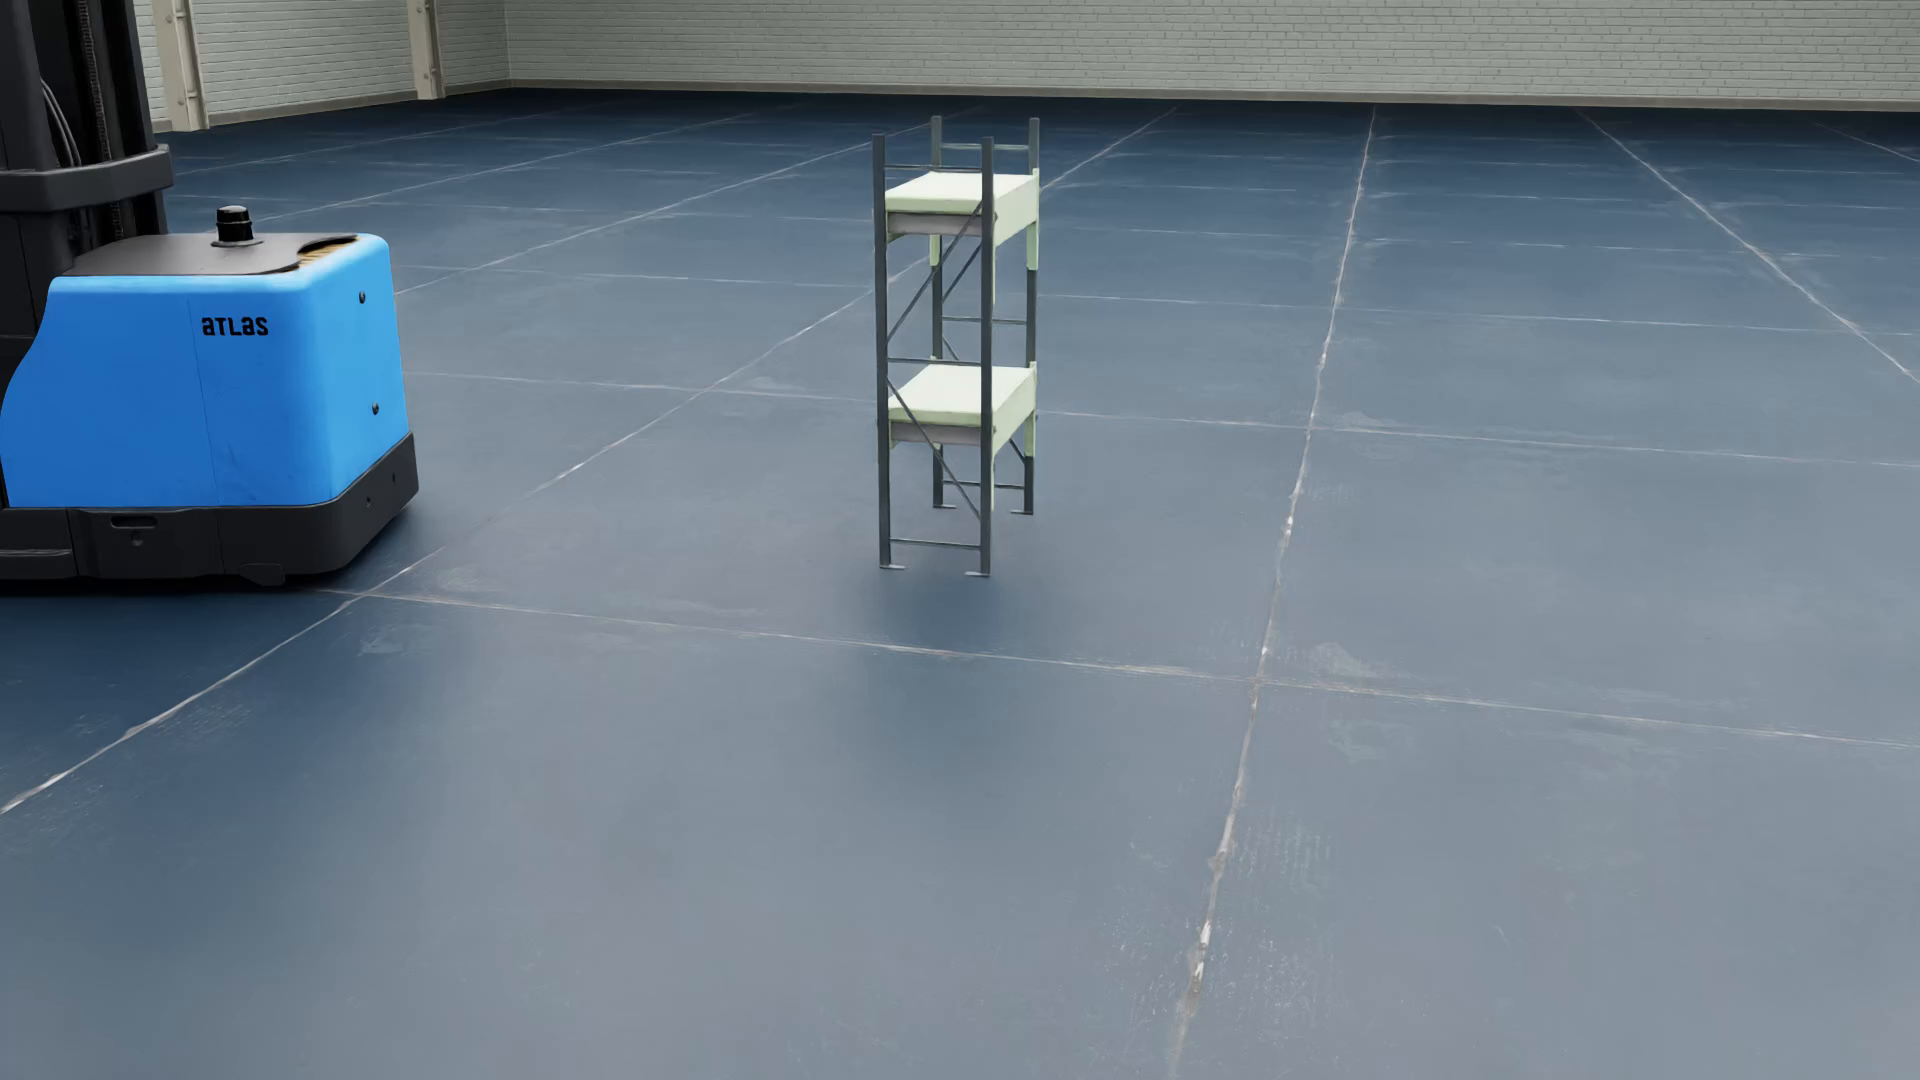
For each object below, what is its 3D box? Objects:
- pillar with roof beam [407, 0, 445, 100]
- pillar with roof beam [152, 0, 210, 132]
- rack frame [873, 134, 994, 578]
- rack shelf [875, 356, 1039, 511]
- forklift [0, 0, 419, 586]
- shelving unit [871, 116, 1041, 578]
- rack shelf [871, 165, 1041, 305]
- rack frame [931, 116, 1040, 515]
[{"bbox_3d":[-4.658,-11.287,25.312,9.100,9.000,0.400,5,19,13],"label":"pillar with roof beam"},{"bbox_3d":[-6.124,-9.407,19.806,9.100,9.000,0.400,5,19,13],"label":"pillar with roof beam"},{"bbox_3d":[-0.088,-0.597,5.615,0.400,1.500,0.023,5,19,13],"label":"rack frame"},{"bbox_3d":[0.002,-0.403,6.057,0.431,0.370,0.720,5,19,13],"label":"rack shelf"},{"bbox_3d":[-3.630,-1.362,5.642,3.031,2.935,1.130,0,19,-1],"label":"forklift"},{"bbox_3d":[0.002,-0.712,5.951,0.431,1.500,0.755,5,19,13],"label":"shelving unit"},{"bbox_3d":[0.002,-1.081,5.825,0.431,0.370,0.720,5,19,13],"label":"rack shelf"},{"bbox_3d":[0.091,-0.827,6.287,0.400,1.500,0.023,5,19,13],"label":"rack frame"}]
